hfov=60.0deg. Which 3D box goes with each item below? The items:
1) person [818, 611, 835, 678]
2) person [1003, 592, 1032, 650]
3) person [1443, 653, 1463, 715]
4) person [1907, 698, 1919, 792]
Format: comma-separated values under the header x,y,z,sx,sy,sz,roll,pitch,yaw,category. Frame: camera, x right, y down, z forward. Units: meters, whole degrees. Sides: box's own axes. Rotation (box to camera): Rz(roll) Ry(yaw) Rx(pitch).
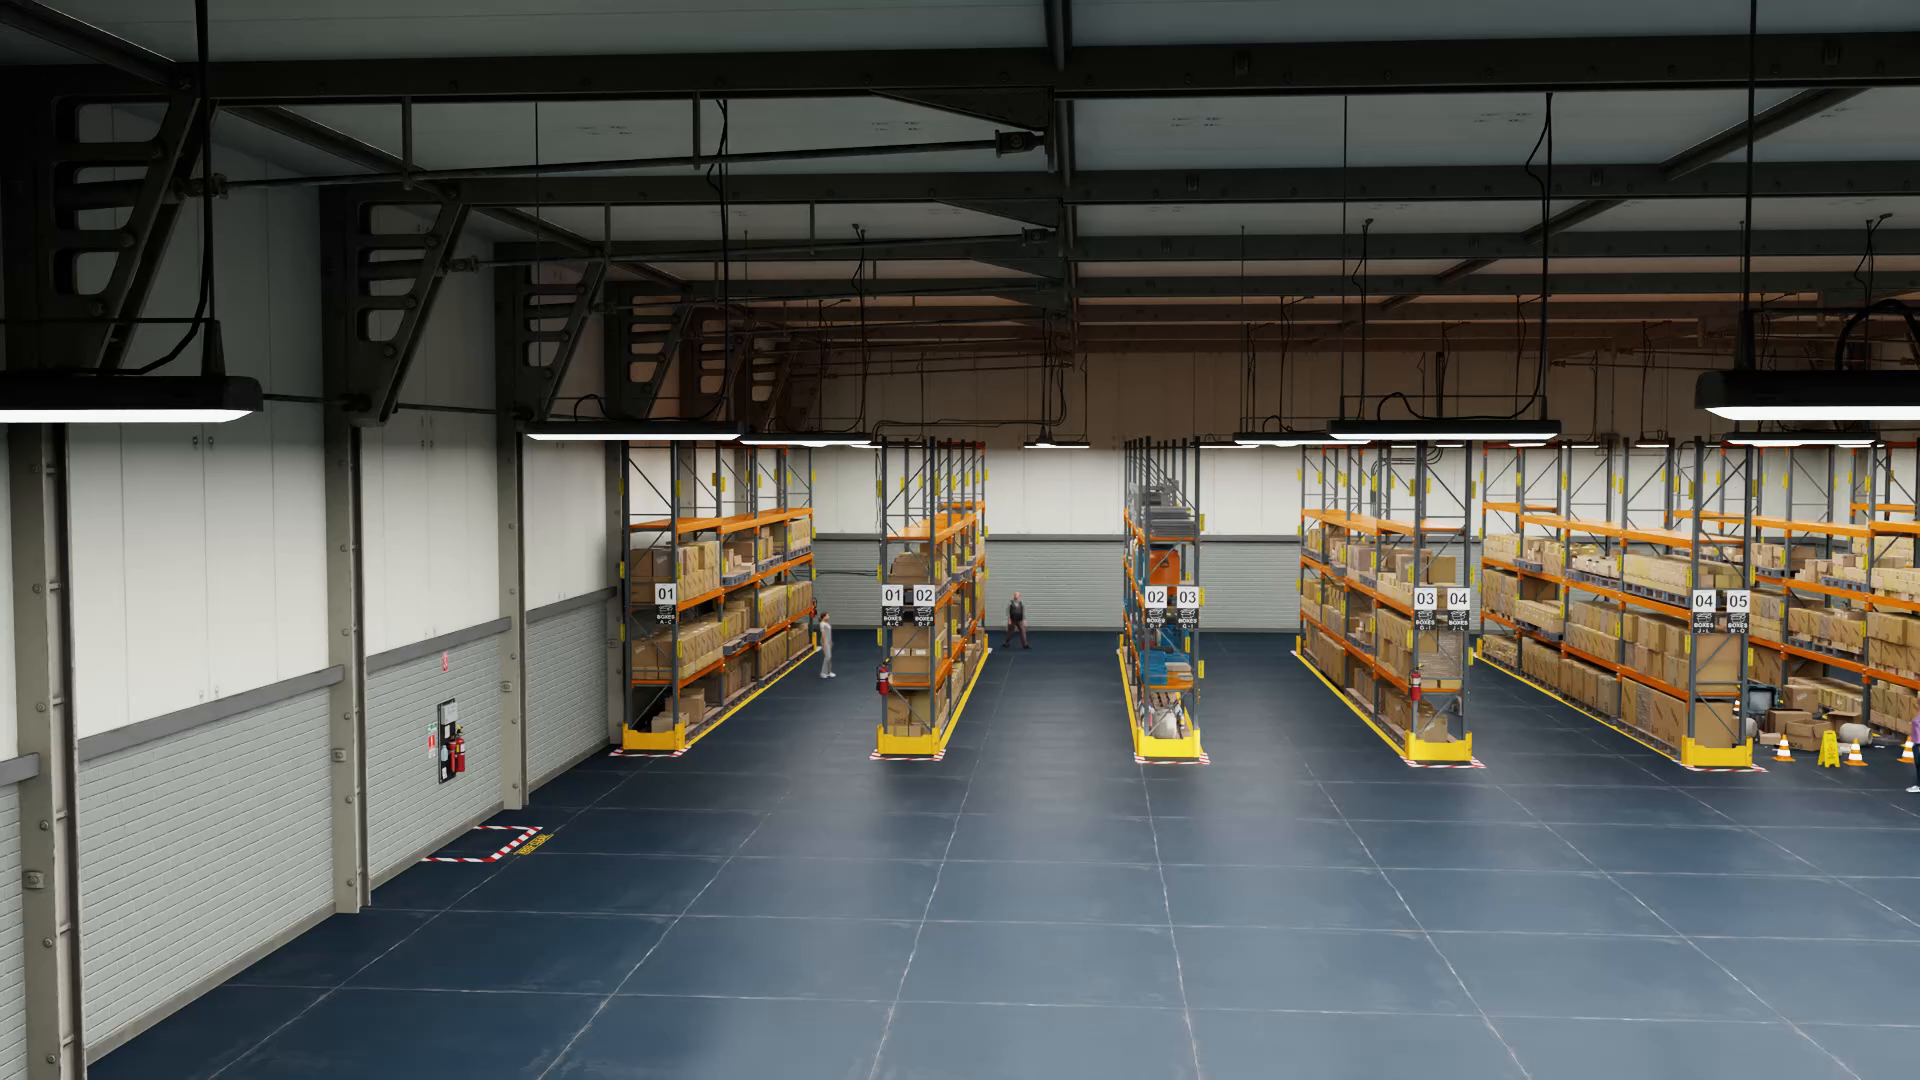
x,y,z,sx,sy,sz,roll,pitch,yaw,category
-3.399,2.664,42.254,0.417,1.723,0.506,1,3,13,person
1.626,2.335,47.970,0.614,1.653,1.032,-2,4,-34,person
10.749,2.954,36.212,0.620,1.685,0.499,2,4,37,person
16.122,3.478,27.840,0.394,1.506,0.472,-1,3,-11,person
